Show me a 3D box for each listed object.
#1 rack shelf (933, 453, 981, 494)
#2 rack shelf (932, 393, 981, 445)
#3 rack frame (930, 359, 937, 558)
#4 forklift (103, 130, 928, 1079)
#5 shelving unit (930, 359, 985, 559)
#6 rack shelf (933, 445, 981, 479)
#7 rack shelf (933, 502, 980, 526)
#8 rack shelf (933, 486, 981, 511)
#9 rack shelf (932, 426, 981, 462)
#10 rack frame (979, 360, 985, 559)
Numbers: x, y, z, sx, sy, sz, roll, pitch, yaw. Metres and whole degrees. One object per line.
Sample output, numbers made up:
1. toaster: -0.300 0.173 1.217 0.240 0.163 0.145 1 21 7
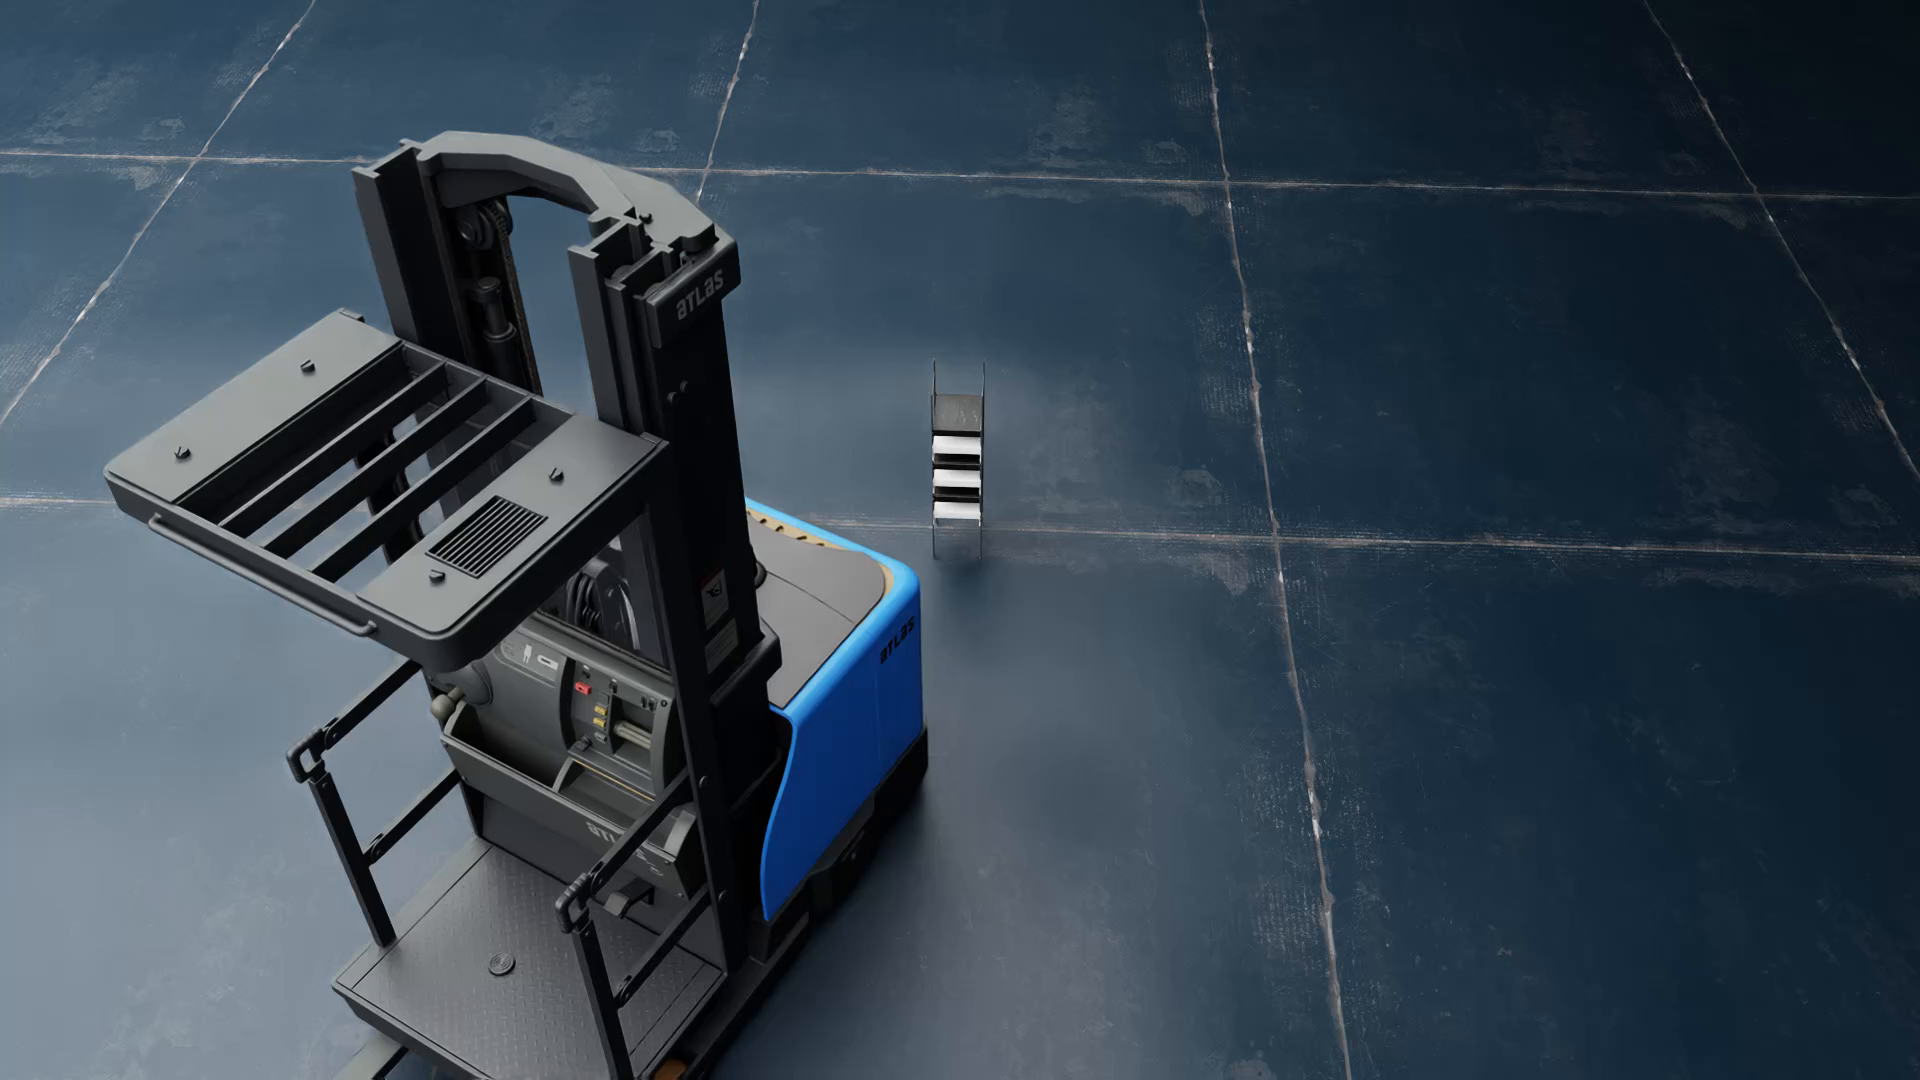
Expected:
1. rack shelf: -0.008 -0.305 7.052 0.200 0.077 0.258 2 43 2
2. rack shelf: -0.008 -0.503 6.868 0.200 0.077 0.258 2 43 2
3. rack frame: -0.110 -0.333 7.032 0.006 0.900 0.240 2 43 2
4. forklift: -1.308 0.510 4.638 1.130 2.935 3.031 22 47 22
5. shelving unit: -0.008 -0.330 7.029 0.210 0.900 0.258 2 43 2
6. rack shelf: -0.008 -0.371 6.990 0.200 0.077 0.258 2 43 2
7. rack shelf: -0.008 -0.173 7.174 0.200 0.077 0.258 2 43 2
8. rack shelf: -0.008 -0.239 7.113 0.200 0.077 0.258 2 43 2
9. rack shelf: -0.008 -0.437 6.929 0.200 0.077 0.258 2 43 2
10. rack frame: 0.093 -0.326 7.026 0.006 0.900 0.240 2 43 2
